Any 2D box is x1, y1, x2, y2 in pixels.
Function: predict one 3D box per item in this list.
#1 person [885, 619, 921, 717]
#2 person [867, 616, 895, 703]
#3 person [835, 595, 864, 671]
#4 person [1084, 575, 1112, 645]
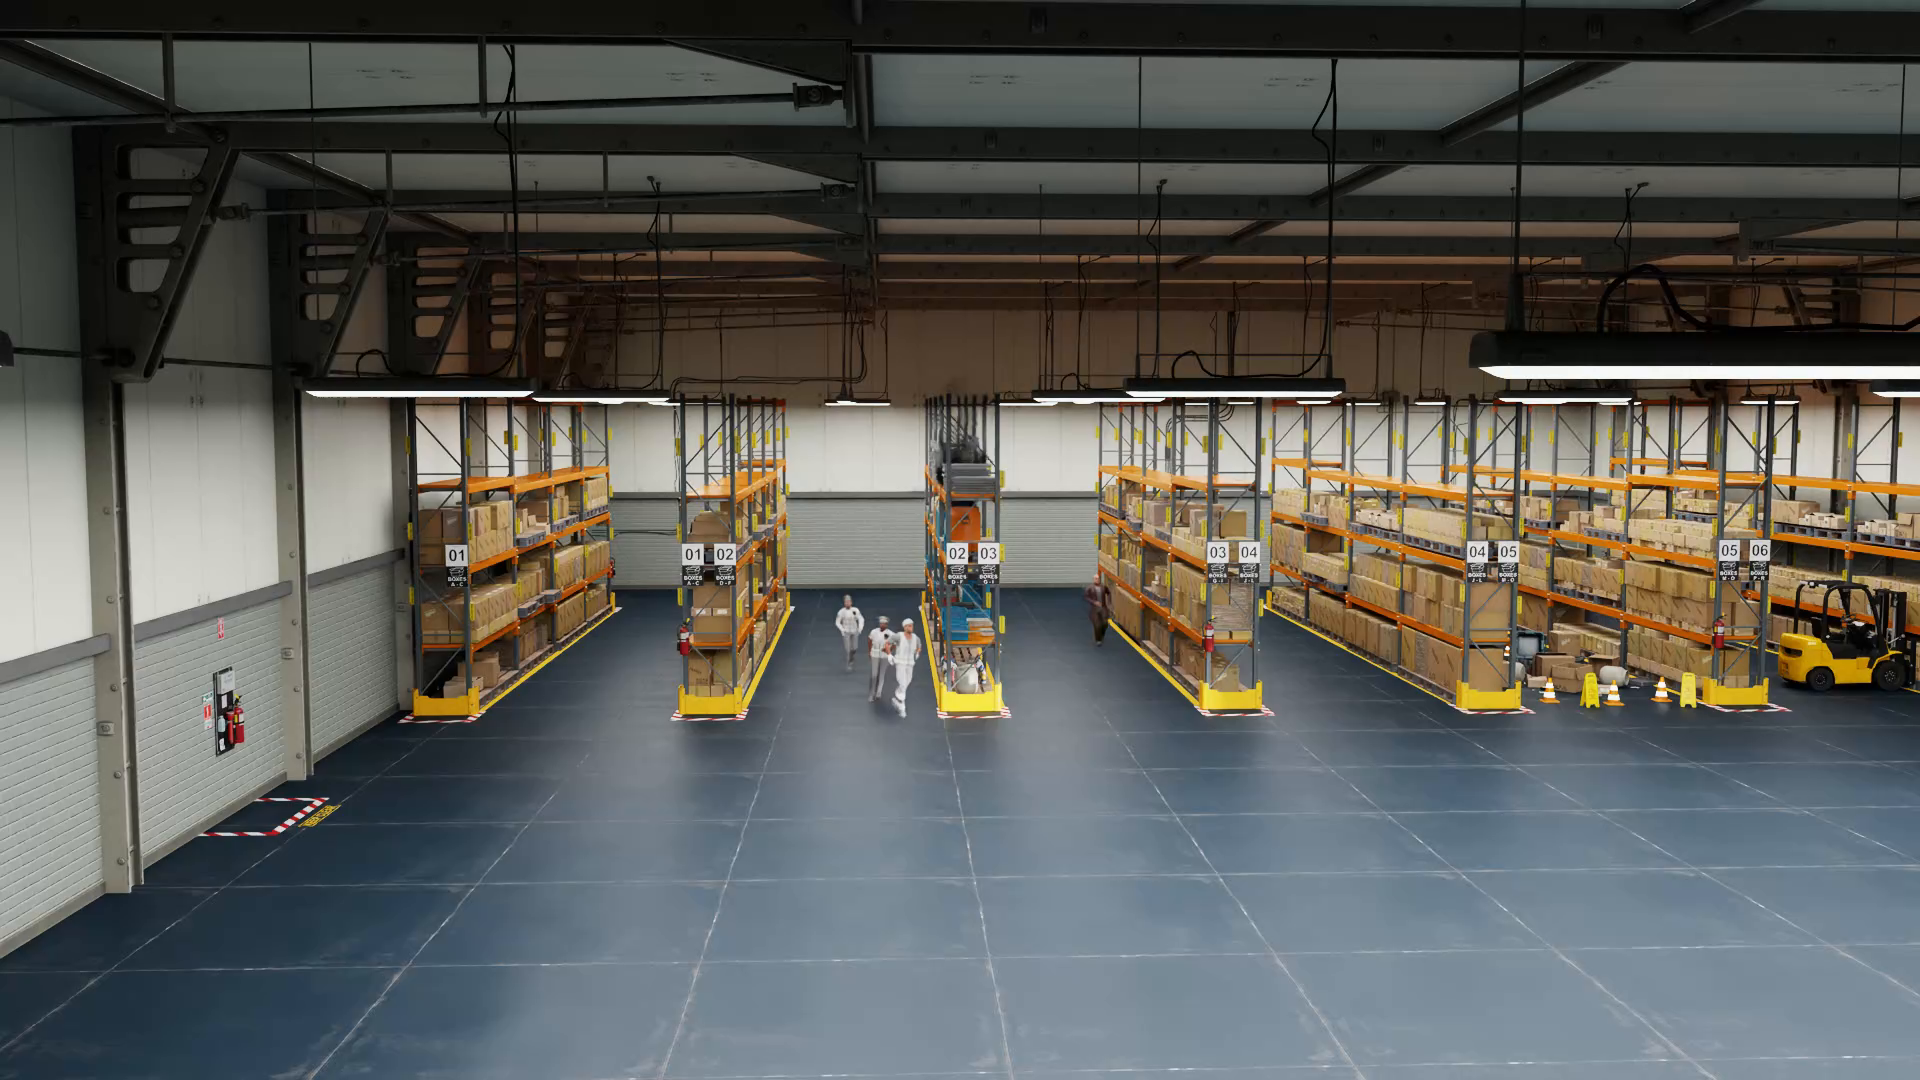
[{"bbox_3d":[-1.044,2.388,31.288,0.677,1.838,0.794,-3,5,-32],"label":"person"},{"bbox_3d":[-1.546,2.337,32.608,0.557,1.731,0.743,0,5,1],"label":"person"},{"bbox_3d":[-2.404,2.038,36.306,0.625,1.656,0.453,-1,5,-8],"label":"person"},{"bbox_3d":[3.333,1.691,40.080,0.689,1.719,0.587,0,5,-3],"label":"person"}]
